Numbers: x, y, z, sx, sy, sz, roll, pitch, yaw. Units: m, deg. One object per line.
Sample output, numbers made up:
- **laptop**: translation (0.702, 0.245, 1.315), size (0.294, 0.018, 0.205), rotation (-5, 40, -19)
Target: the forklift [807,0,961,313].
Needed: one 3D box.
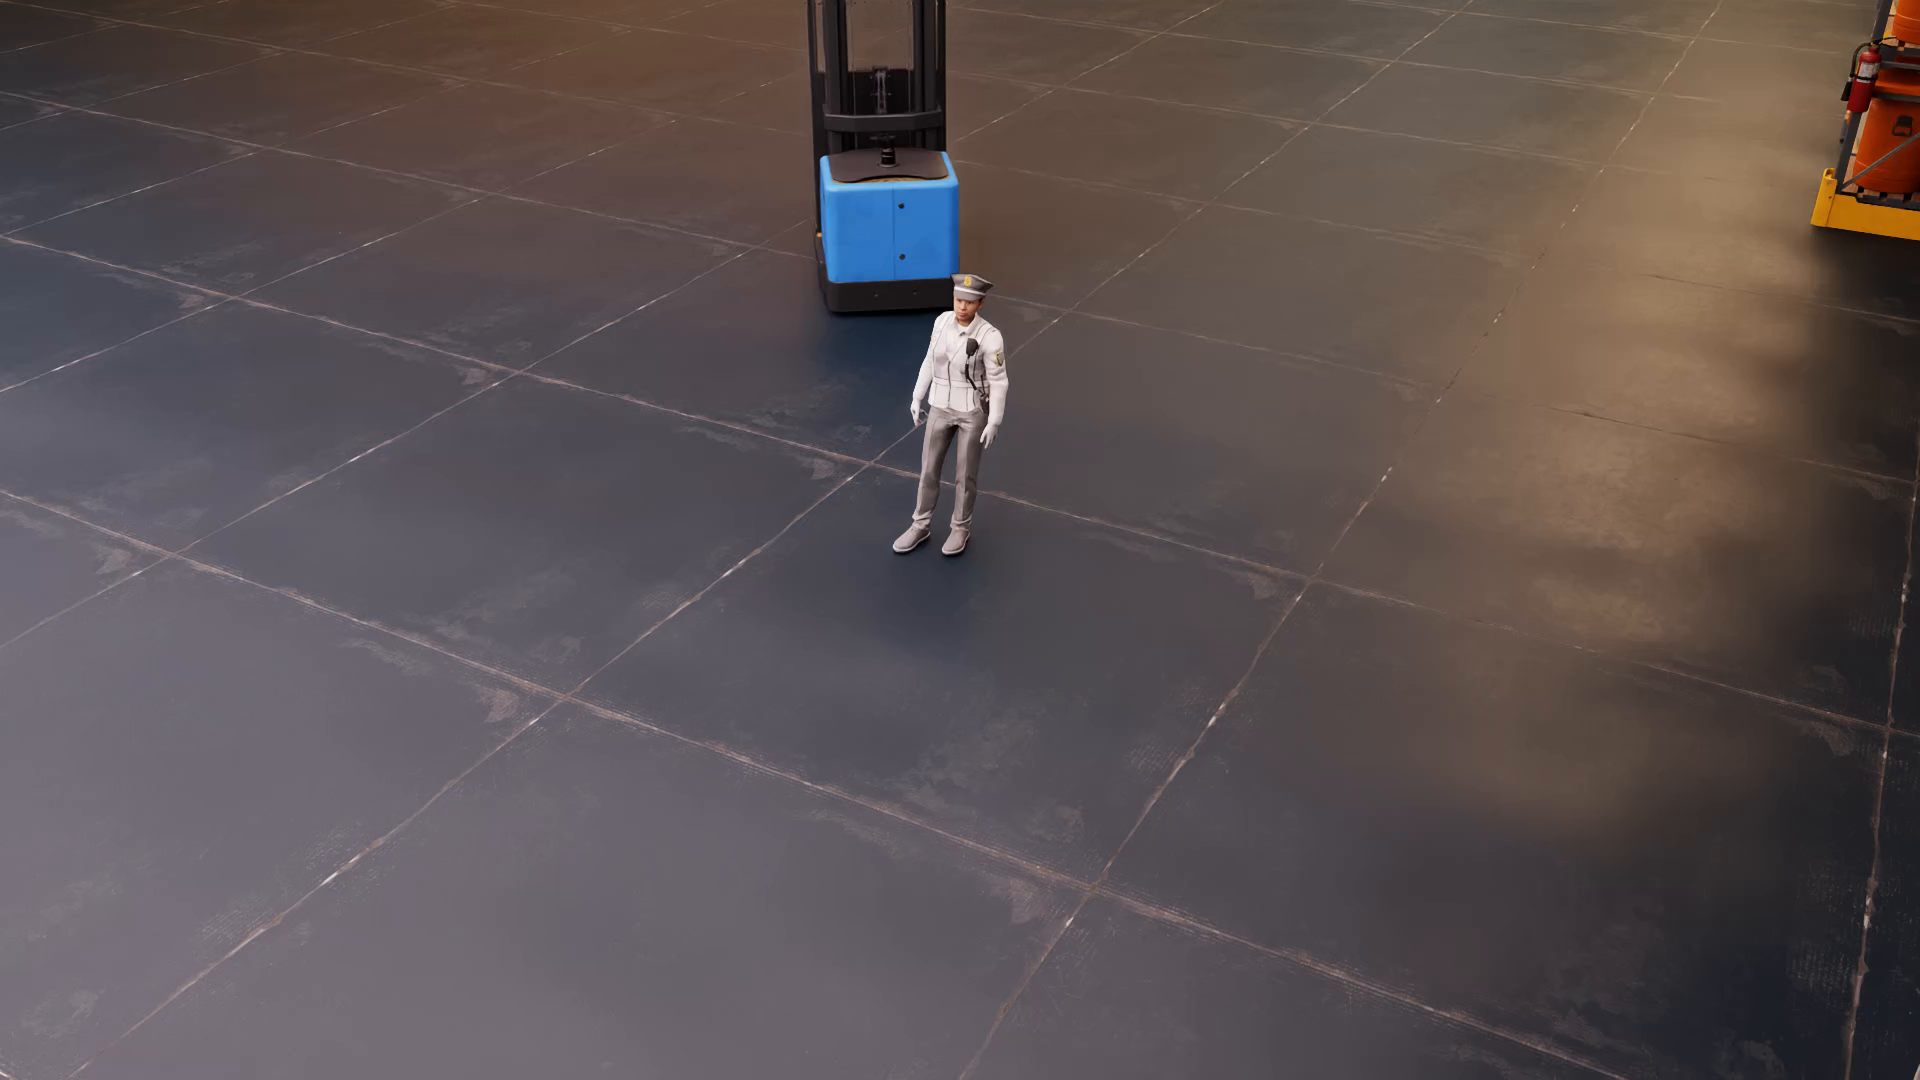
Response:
- **forklift**: translation (-0.684, -3.743, 13.556), size (1.130, 2.935, 3.031), rotation (-4, 30, -6)

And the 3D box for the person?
- **person**: translation (-0.040, -0.712, 9.527), size (0.586, 1.694, 0.530), rotation (15, 33, 25)
